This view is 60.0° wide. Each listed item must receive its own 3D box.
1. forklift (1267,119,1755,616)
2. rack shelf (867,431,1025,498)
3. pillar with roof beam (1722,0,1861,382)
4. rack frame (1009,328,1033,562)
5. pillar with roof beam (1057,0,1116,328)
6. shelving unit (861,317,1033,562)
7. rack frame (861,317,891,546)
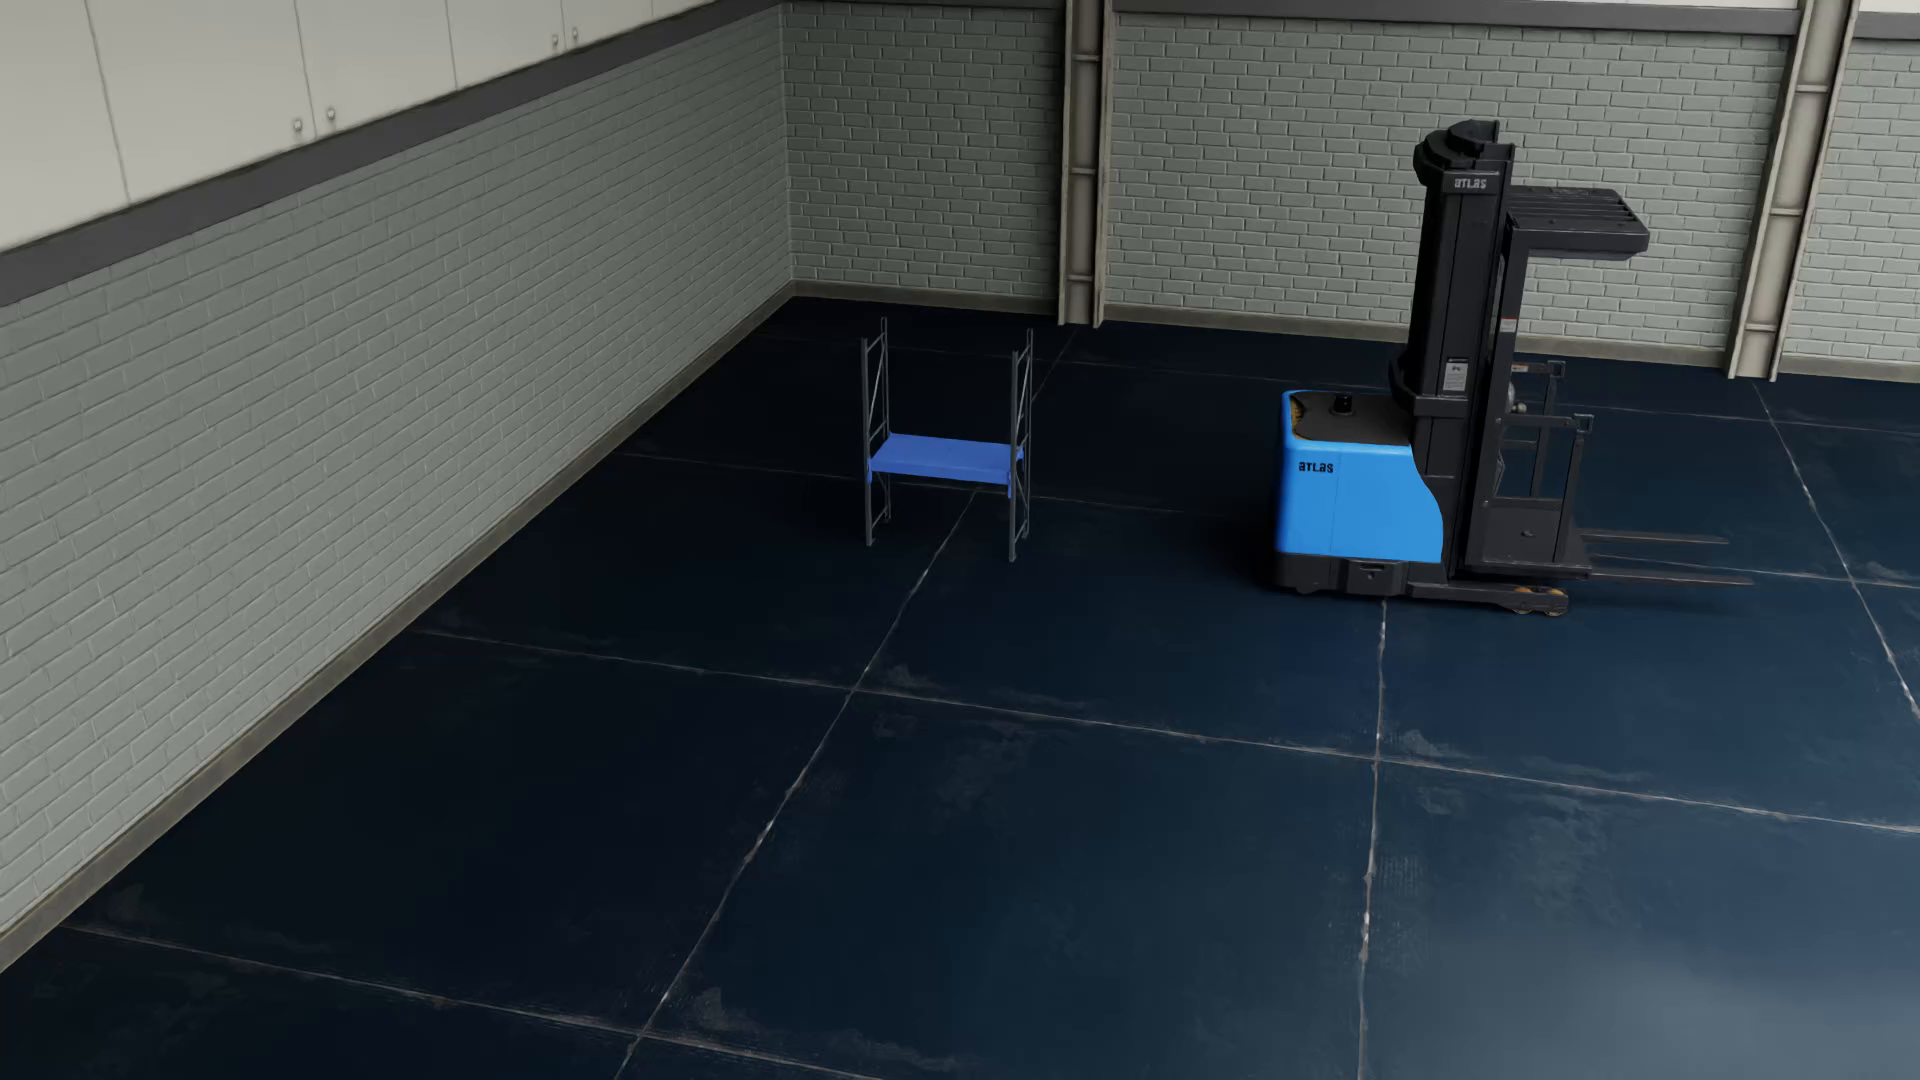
[{"bbox_3d":[3.587,-1.084,10.498,3.031,2.935,1.130,4,26,8],"label":"forklift"},{"bbox_3d":[-0.083,-0.524,11.406,1.000,0.185,0.538,6,26,13],"label":"rack shelf"},{"bbox_3d":[5.905,-3.737,9.014,0.400,9.000,9.100,6,26,13],"label":"pillar with roof beam"},{"bbox_3d":[0.410,-0.632,11.214,0.032,1.500,0.500,6,26,13],"label":"rack frame"},{"bbox_3d":[0.094,-4.380,10.363,0.400,9.000,9.100,6,26,13],"label":"pillar with roof beam"},{"bbox_3d":[-0.083,-0.686,11.328,1.048,1.500,0.538,6,26,13],"label":"shelving unit"},{"bbox_3d":[-0.575,-0.741,11.443,0.032,1.500,0.500,6,26,13],"label":"rack frame"}]
